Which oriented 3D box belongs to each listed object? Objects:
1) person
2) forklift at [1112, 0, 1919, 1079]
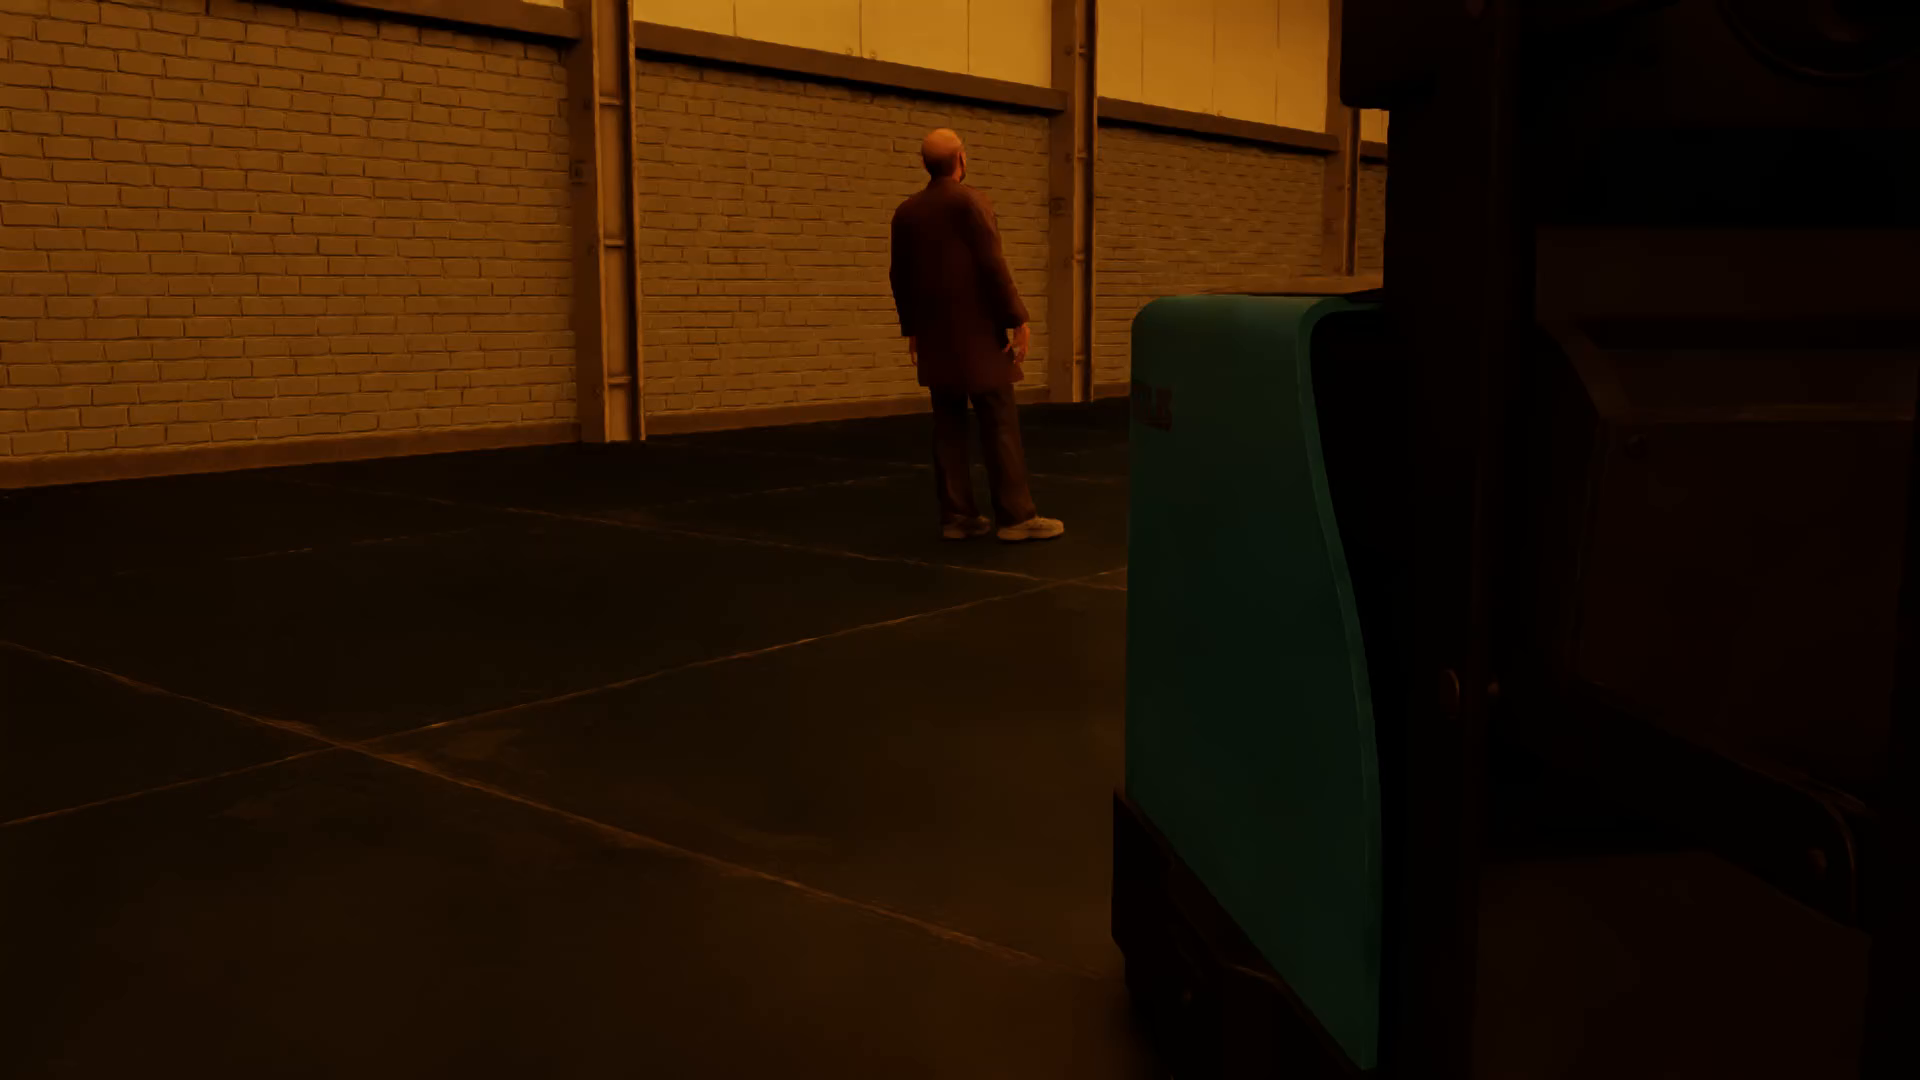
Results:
[{"bbox_3d":[0.061,-0.896,7.343,0.694,1.776,0.580,7,11,38],"label":"person"},{"bbox_3d":[0.971,-0.561,1.115,1.130,2.935,3.031,-1,8,-8],"label":"forklift"}]
